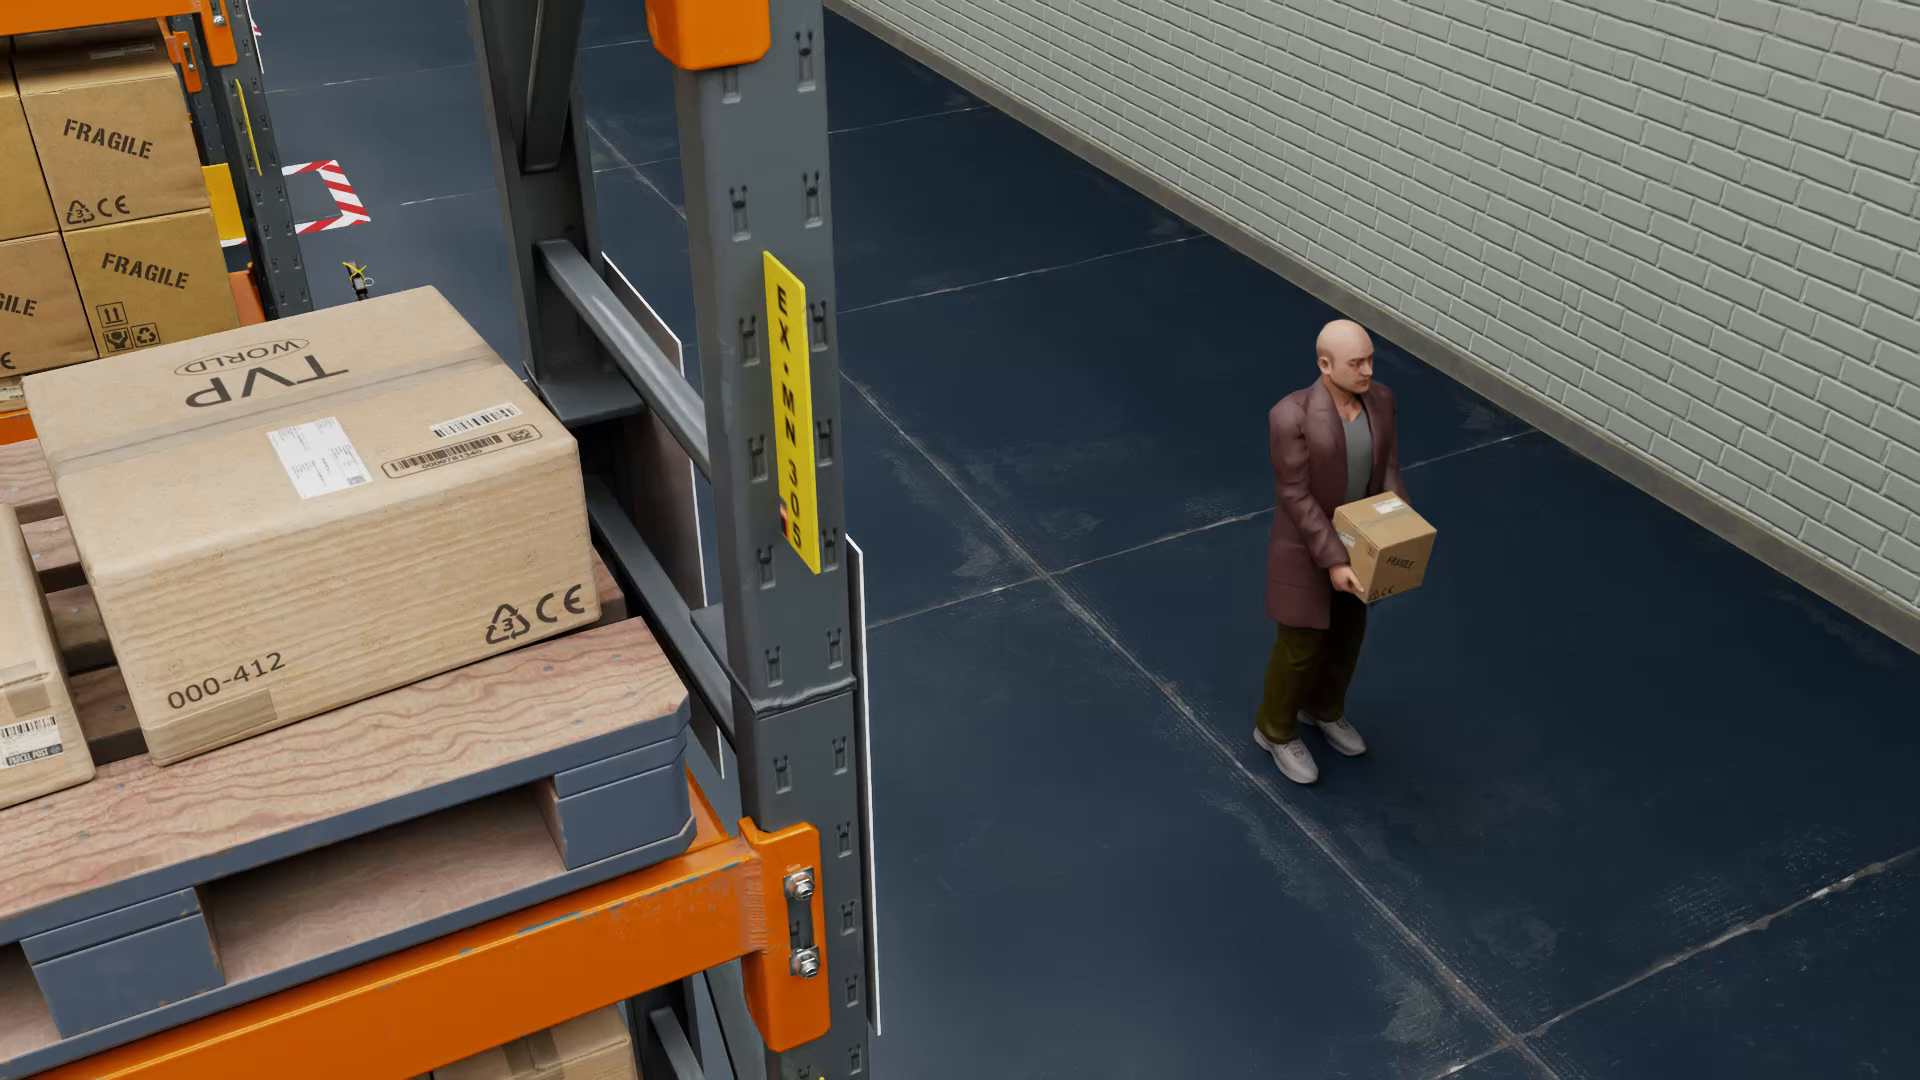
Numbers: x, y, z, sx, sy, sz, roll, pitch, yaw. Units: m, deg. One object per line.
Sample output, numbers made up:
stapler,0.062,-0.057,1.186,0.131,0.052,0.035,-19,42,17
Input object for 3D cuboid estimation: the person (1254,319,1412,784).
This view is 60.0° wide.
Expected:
person,1.385,0.085,6.023,0.525,1.776,0.554,-15,36,-23
